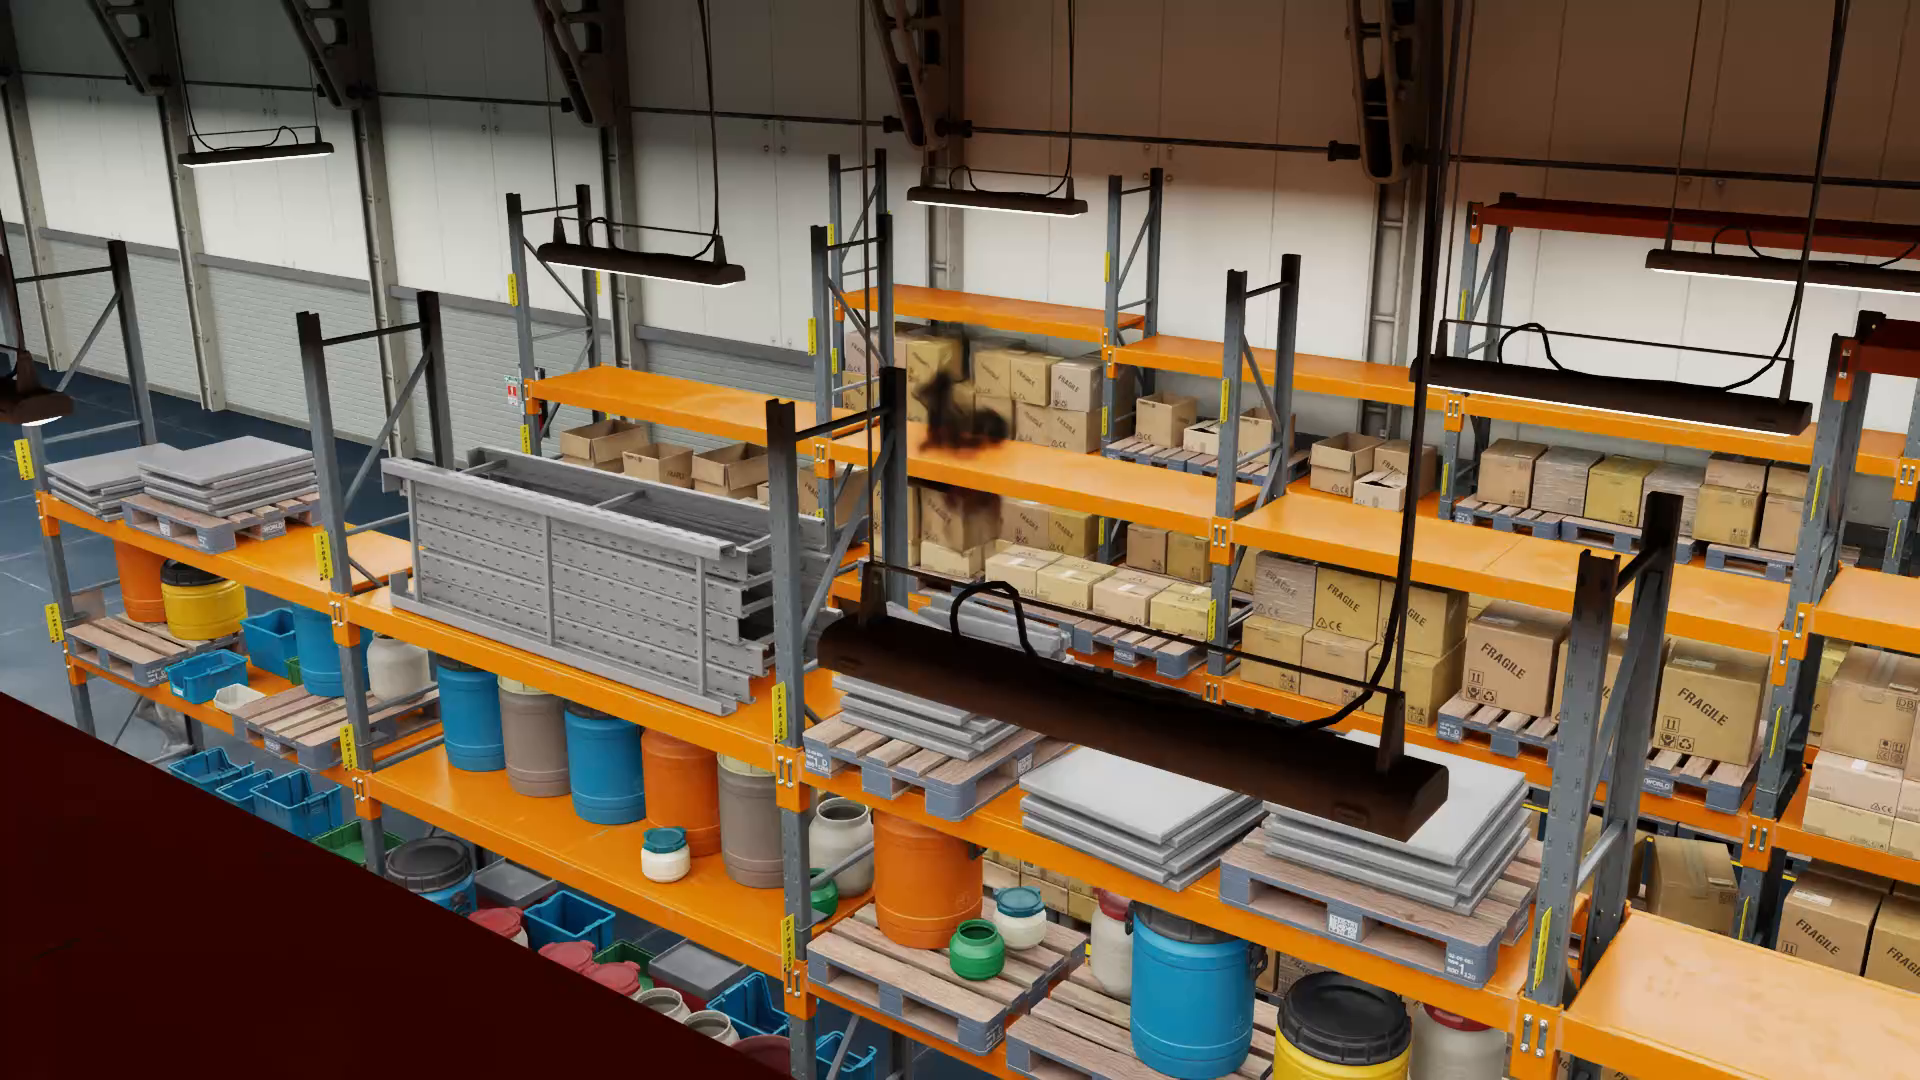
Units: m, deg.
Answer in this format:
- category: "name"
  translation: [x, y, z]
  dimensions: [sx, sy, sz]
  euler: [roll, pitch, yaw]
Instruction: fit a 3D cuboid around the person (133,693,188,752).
- category: "person"
  translation: [-8.613, 1.509, 17.825]
  dimensions: [0.672, 1.741, 0.675]
  euler: [-12, 22, -31]
